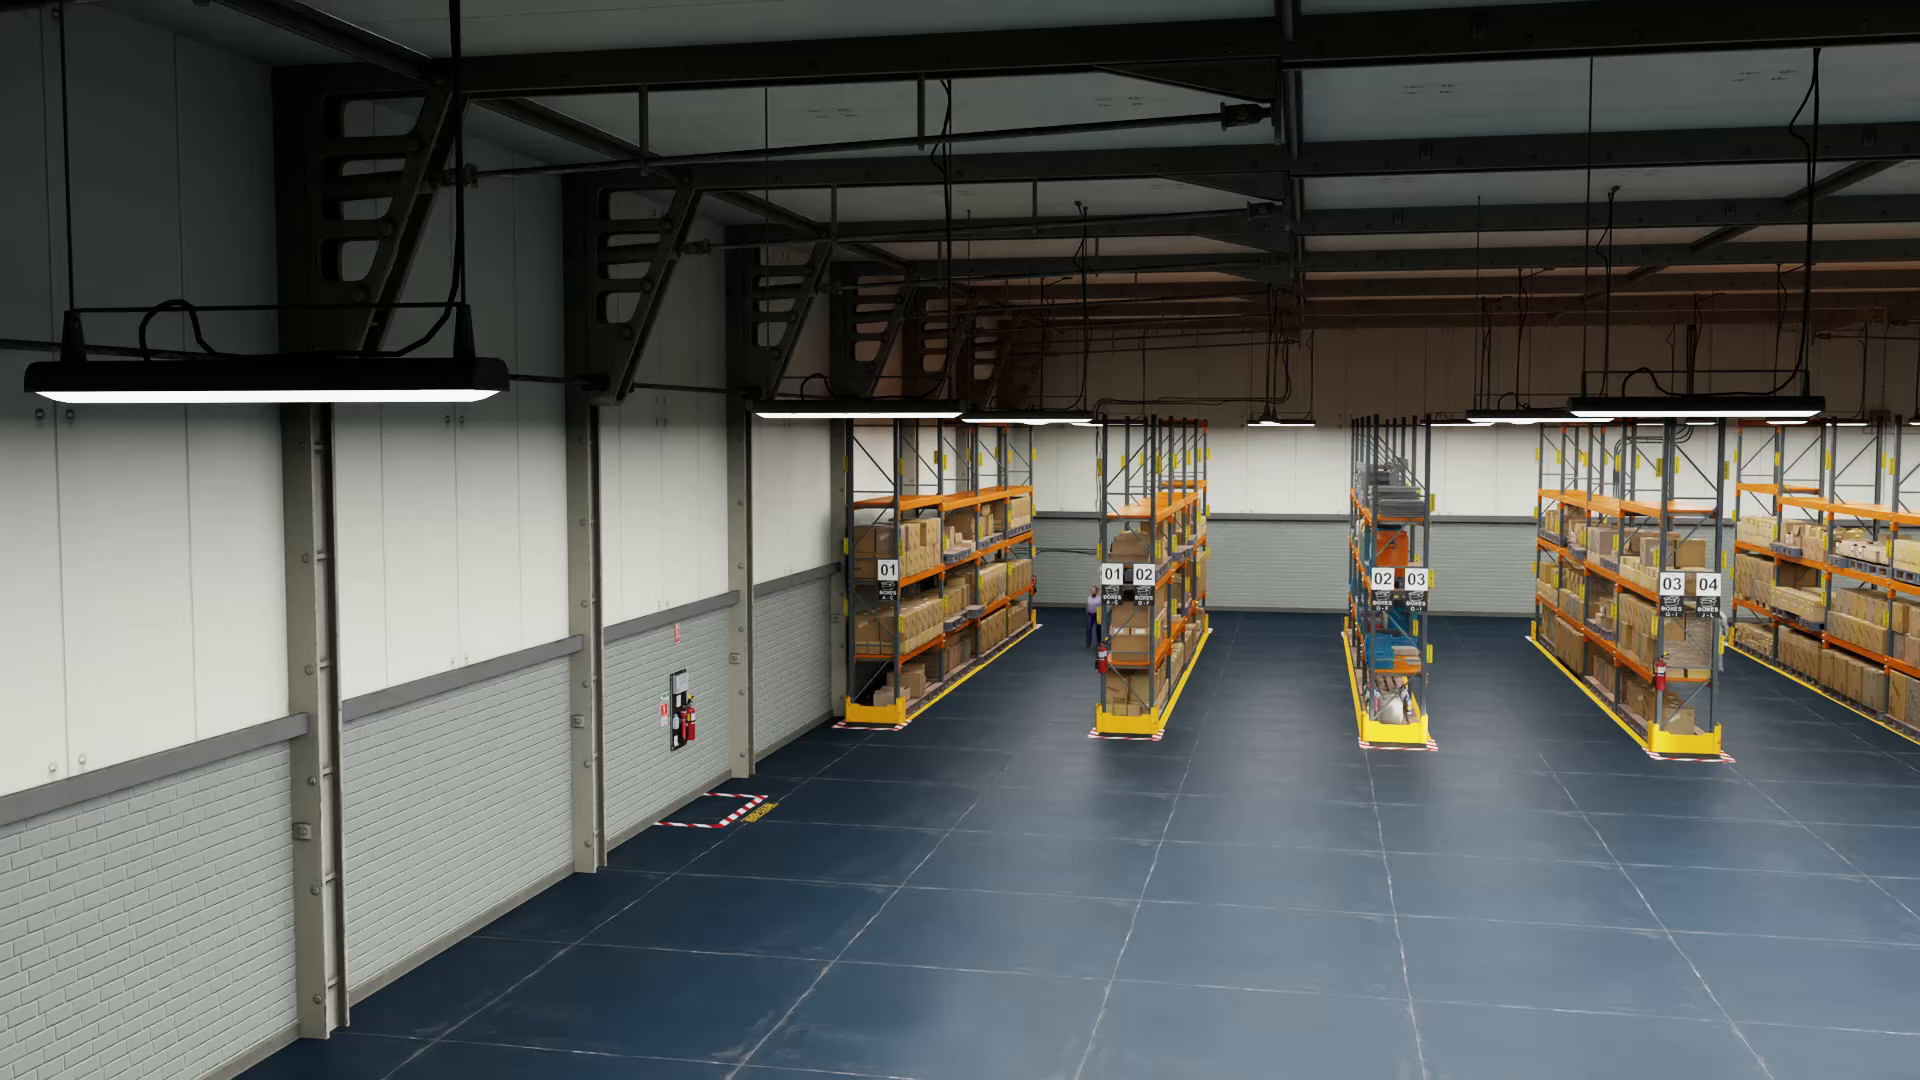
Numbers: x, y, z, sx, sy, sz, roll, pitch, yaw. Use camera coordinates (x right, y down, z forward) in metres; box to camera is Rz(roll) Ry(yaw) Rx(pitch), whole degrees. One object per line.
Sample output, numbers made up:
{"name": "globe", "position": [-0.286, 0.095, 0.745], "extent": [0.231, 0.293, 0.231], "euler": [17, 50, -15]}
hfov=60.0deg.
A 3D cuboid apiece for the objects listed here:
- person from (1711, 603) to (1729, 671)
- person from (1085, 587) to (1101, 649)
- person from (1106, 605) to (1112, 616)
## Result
{"name": "person", "position": [17.933, 2.257, 39.458], "extent": [0.591, 1.613, 1.034], "euler": [1, 4, 14]}
{"name": "person", "position": [3.516, 2.016, 43.441], "extent": [0.478, 1.576, 1.020], "euler": [1, 4, 13]}
{"name": "person", "position": [4.381, 1.617, 48.218], "extent": [0.740, 1.778, 0.581], "euler": [1, 4, 17]}
